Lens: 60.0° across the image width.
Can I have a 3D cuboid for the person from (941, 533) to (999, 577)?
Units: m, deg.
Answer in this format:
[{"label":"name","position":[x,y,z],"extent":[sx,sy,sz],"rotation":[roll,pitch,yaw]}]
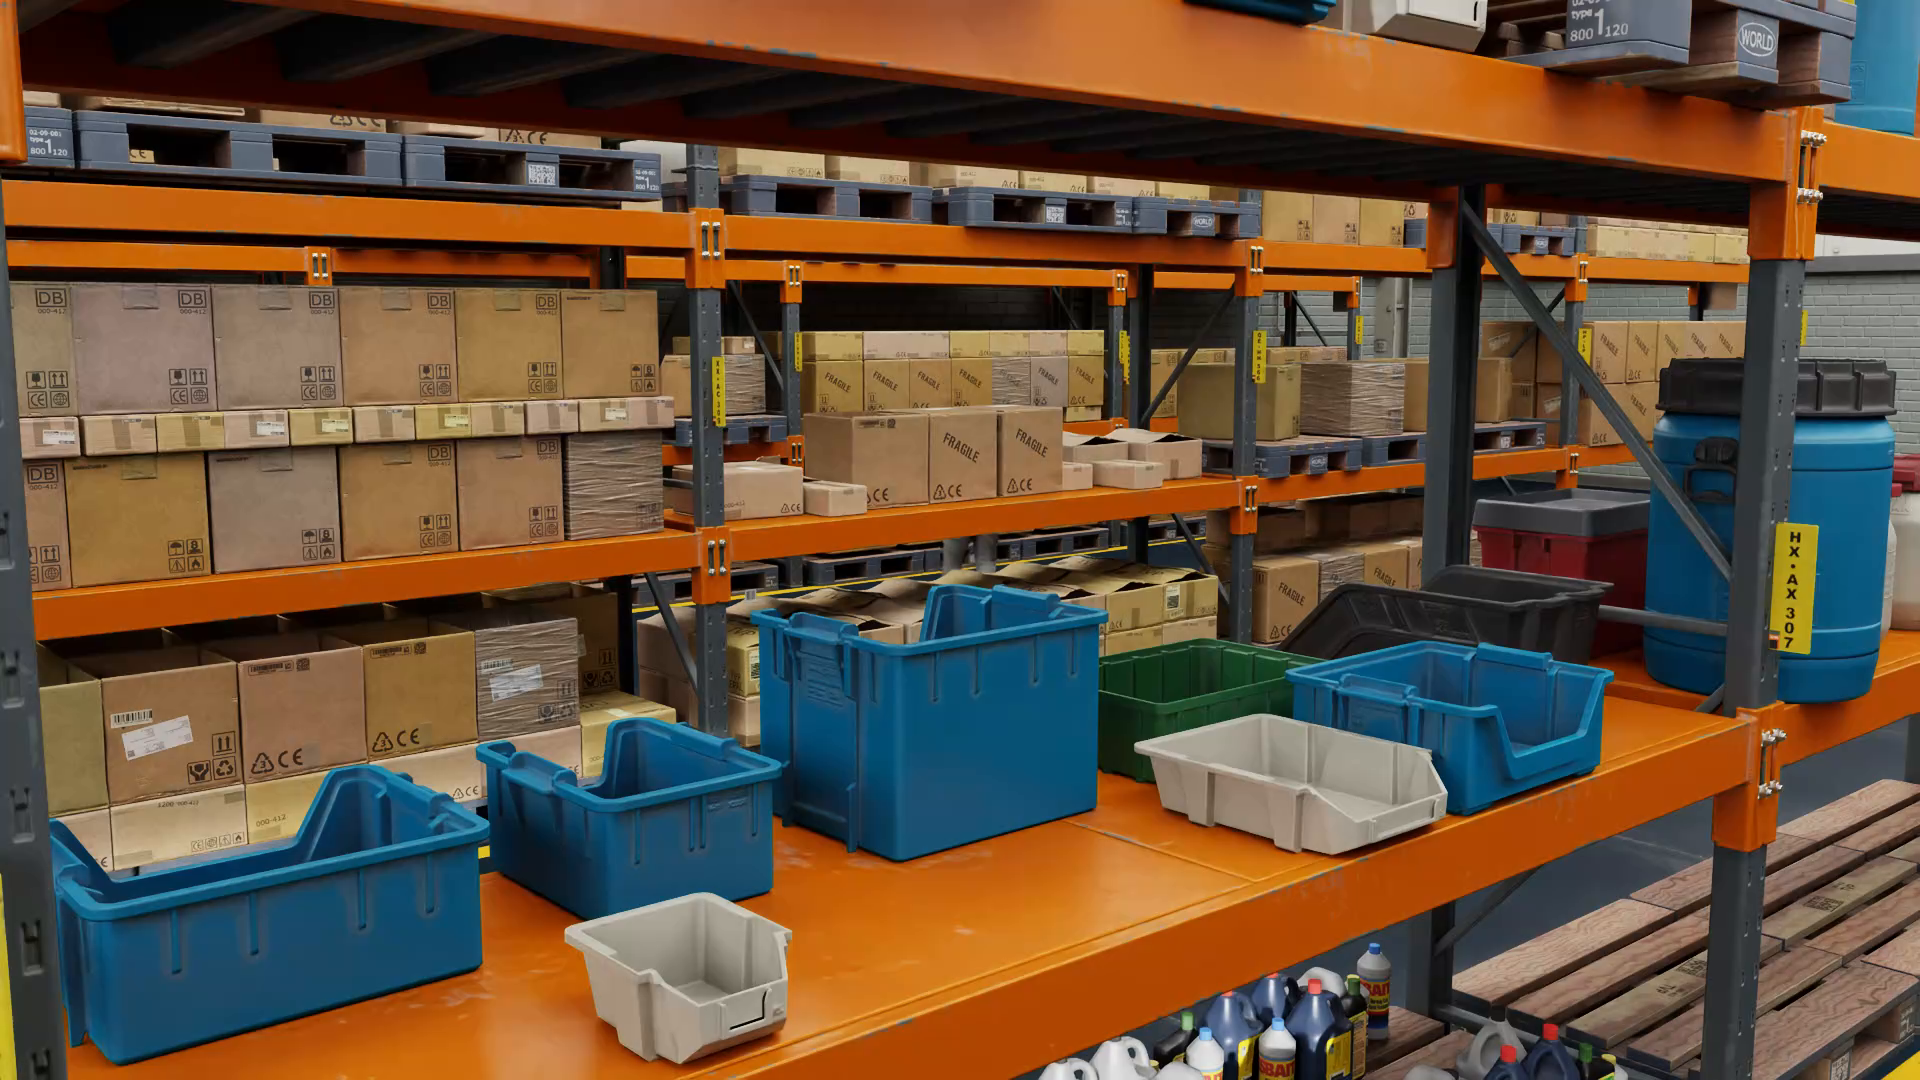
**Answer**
[{"label":"person","position":[0.051,-0.185,12.603],"extent":[0.486,1.656,0.628],"rotation":[-4,8,-26]}]
